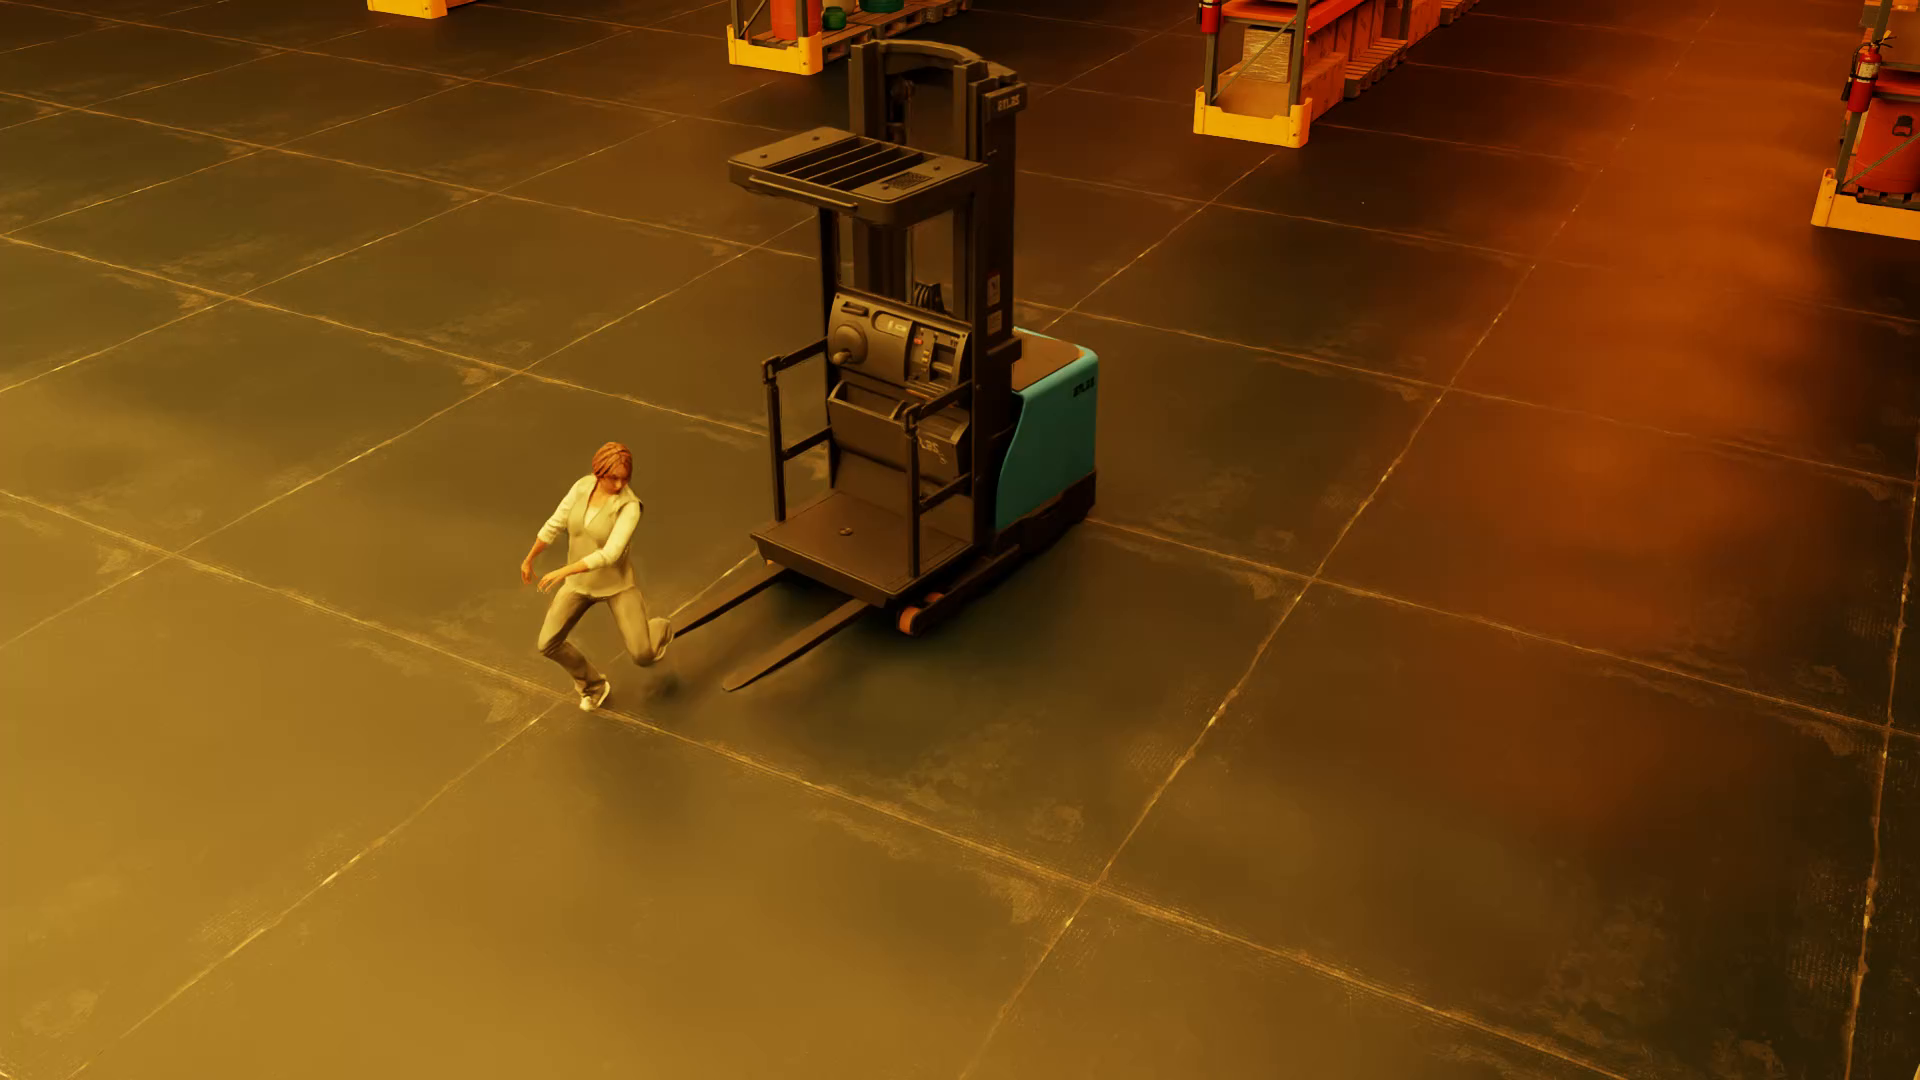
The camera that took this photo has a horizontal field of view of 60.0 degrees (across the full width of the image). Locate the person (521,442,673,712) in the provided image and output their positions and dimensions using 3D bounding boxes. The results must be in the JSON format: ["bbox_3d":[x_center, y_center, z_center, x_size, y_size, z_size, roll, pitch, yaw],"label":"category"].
[{"bbox_3d":[-1.828,0.261,8.173,0.708,1.531,0.770,8,31,14],"label":"person"}]

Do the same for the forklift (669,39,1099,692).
[{"bbox_3d":[-0.470,-1.023,8.843,1.130,2.935,3.031,22,36,32],"label":"forklift"}]
